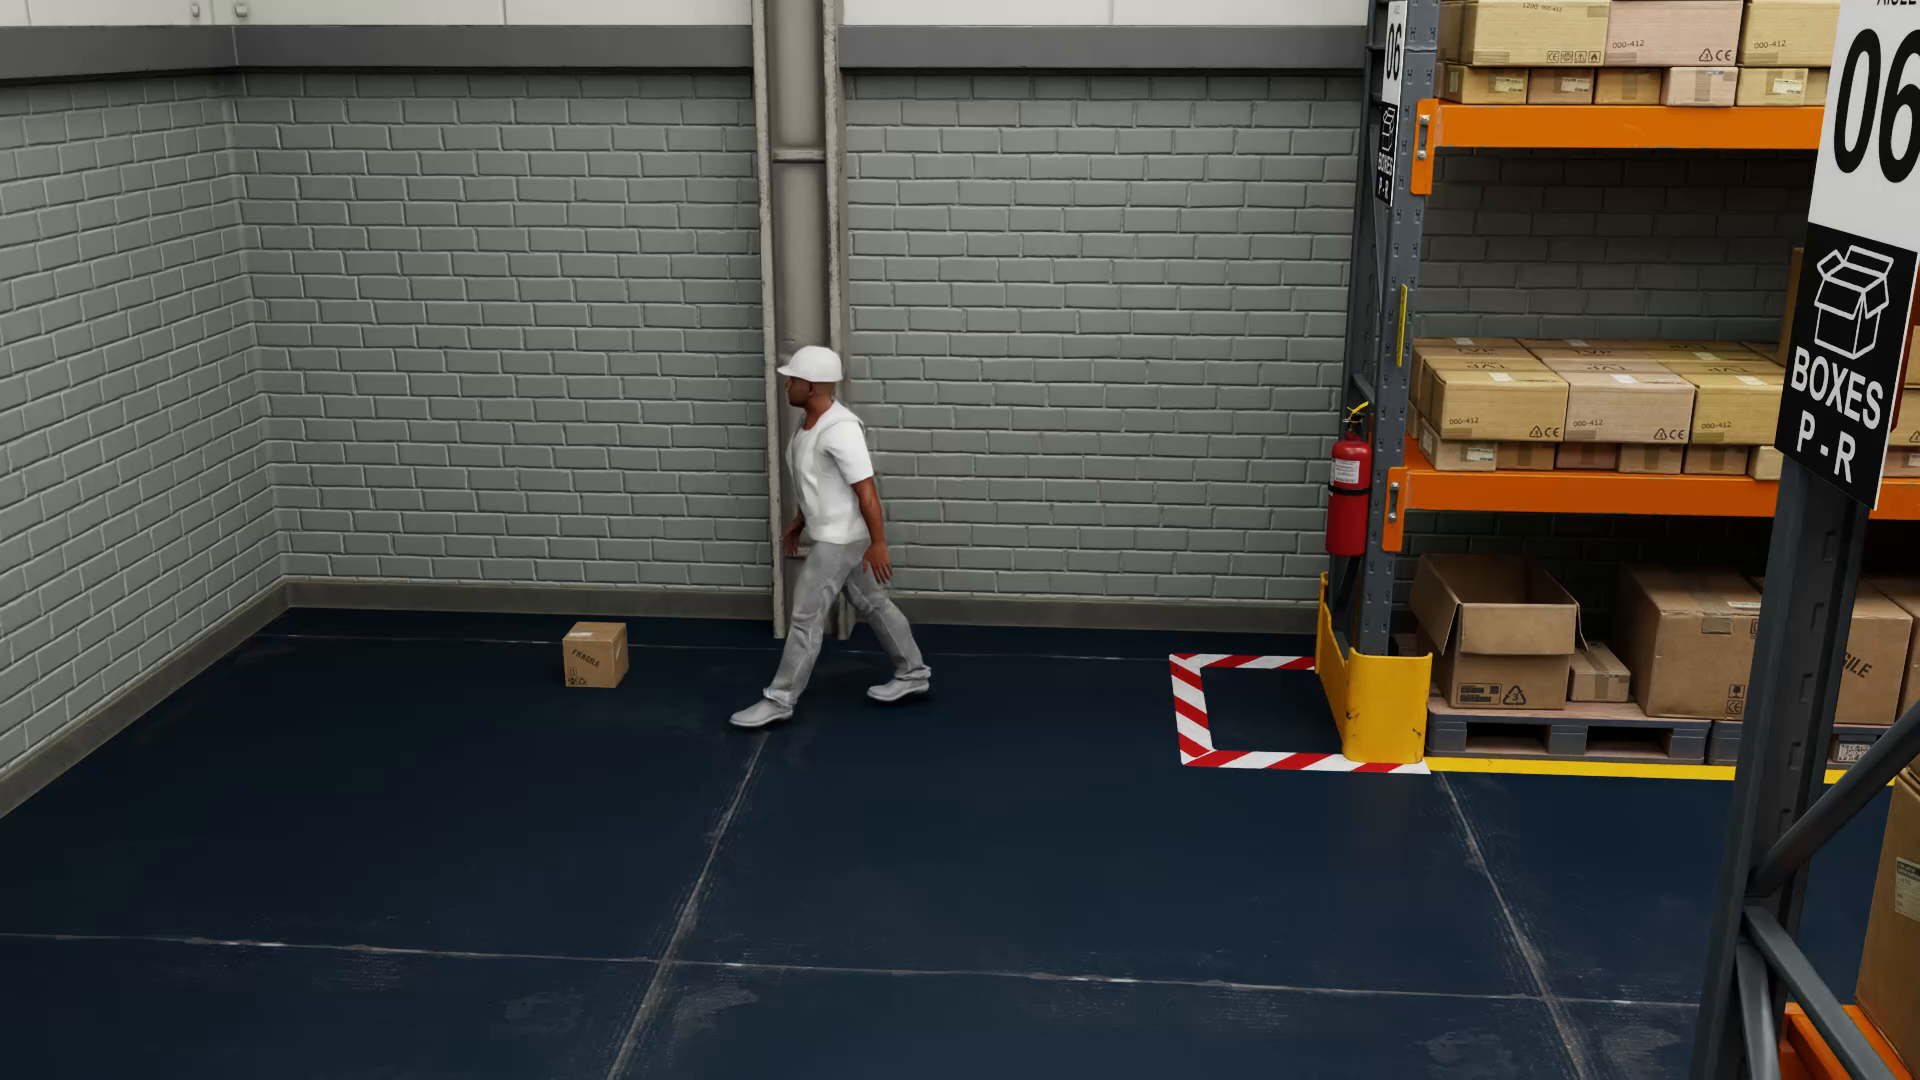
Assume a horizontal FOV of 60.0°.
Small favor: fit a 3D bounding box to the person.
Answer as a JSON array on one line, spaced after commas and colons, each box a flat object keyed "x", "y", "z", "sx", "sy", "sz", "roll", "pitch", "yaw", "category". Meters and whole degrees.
[{"x": -0.609, "y": -0.044, "z": 7.612, "sx": 0.967, "sy": 1.709, "sz": 0.615, "roll": -3, "pitch": 18, "yaw": -9, "category": "person"}]
